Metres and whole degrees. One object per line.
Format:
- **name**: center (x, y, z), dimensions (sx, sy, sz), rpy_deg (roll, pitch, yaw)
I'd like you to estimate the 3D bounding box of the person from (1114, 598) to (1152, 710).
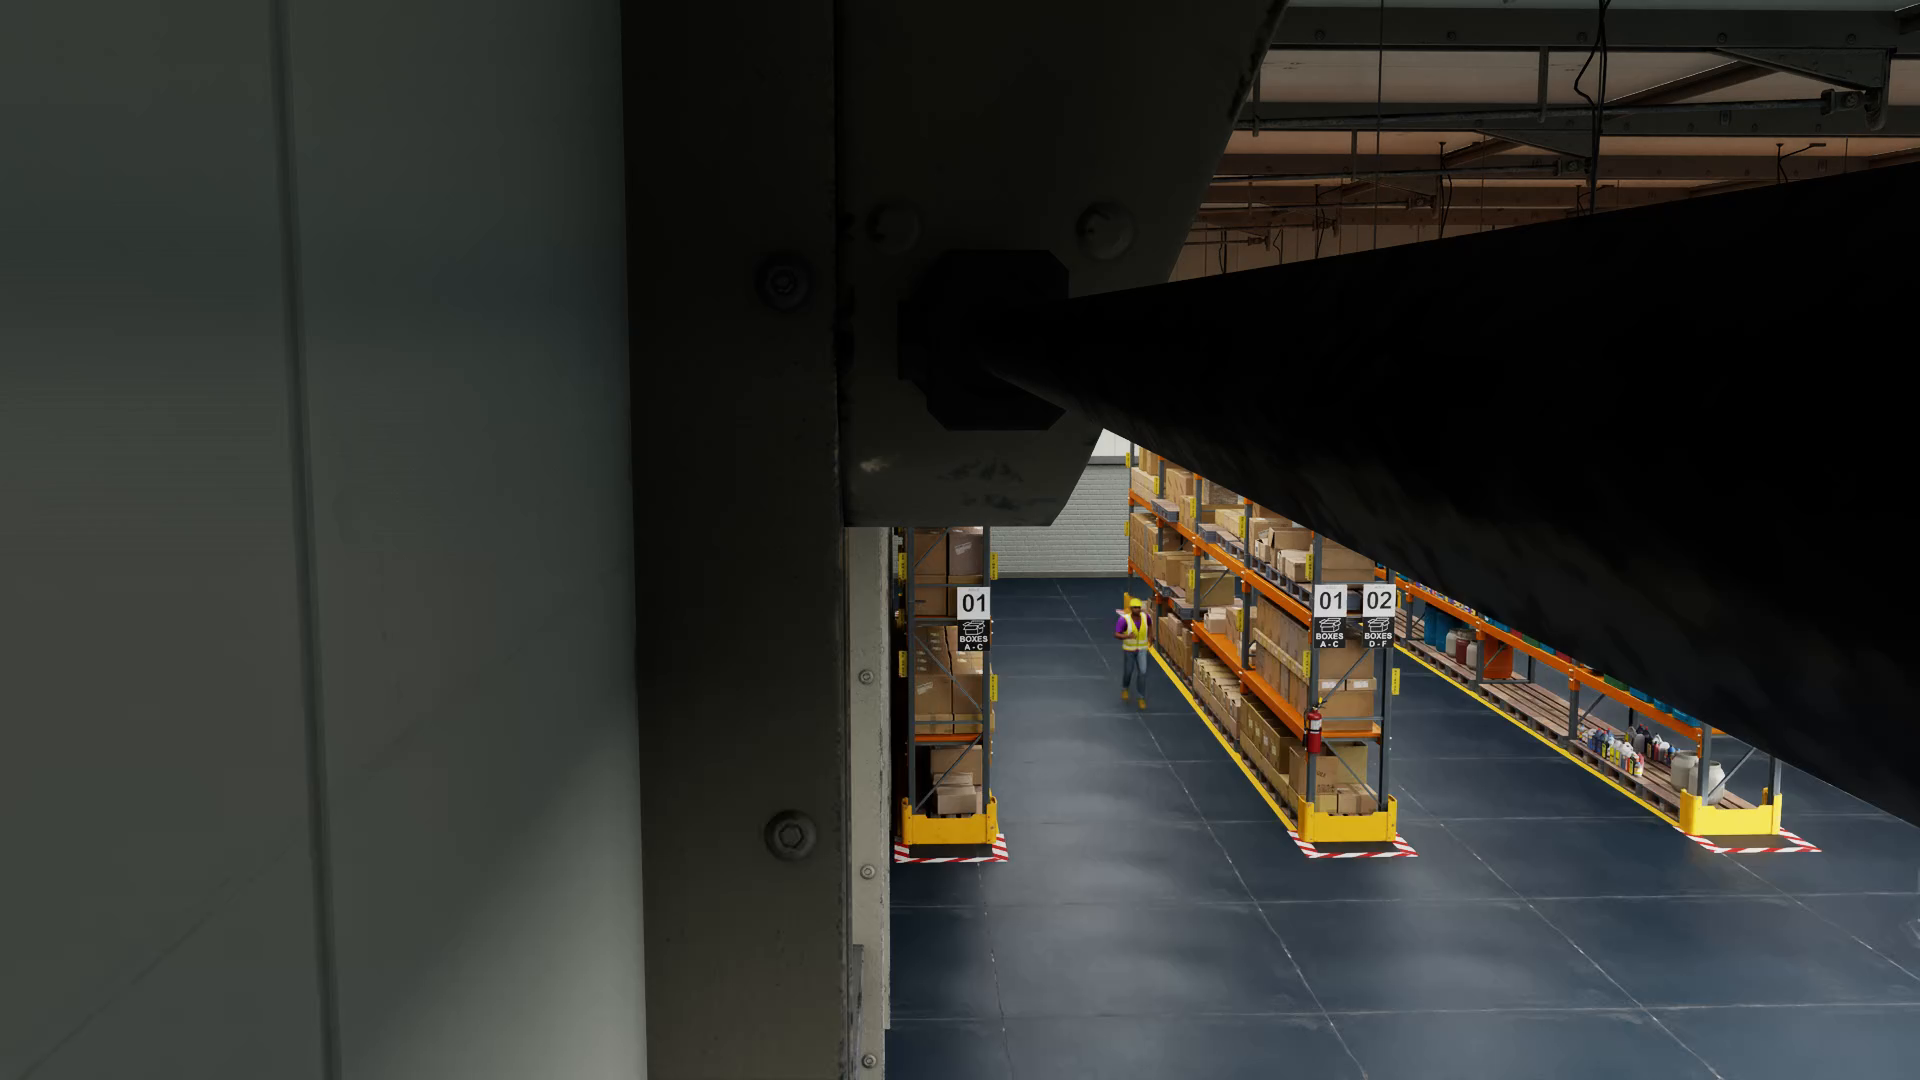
- **person**: center (2.895, 1.861, 27.742), dimensions (0.703, 1.822, 0.833), rpy_deg (-1, 7, -7)
